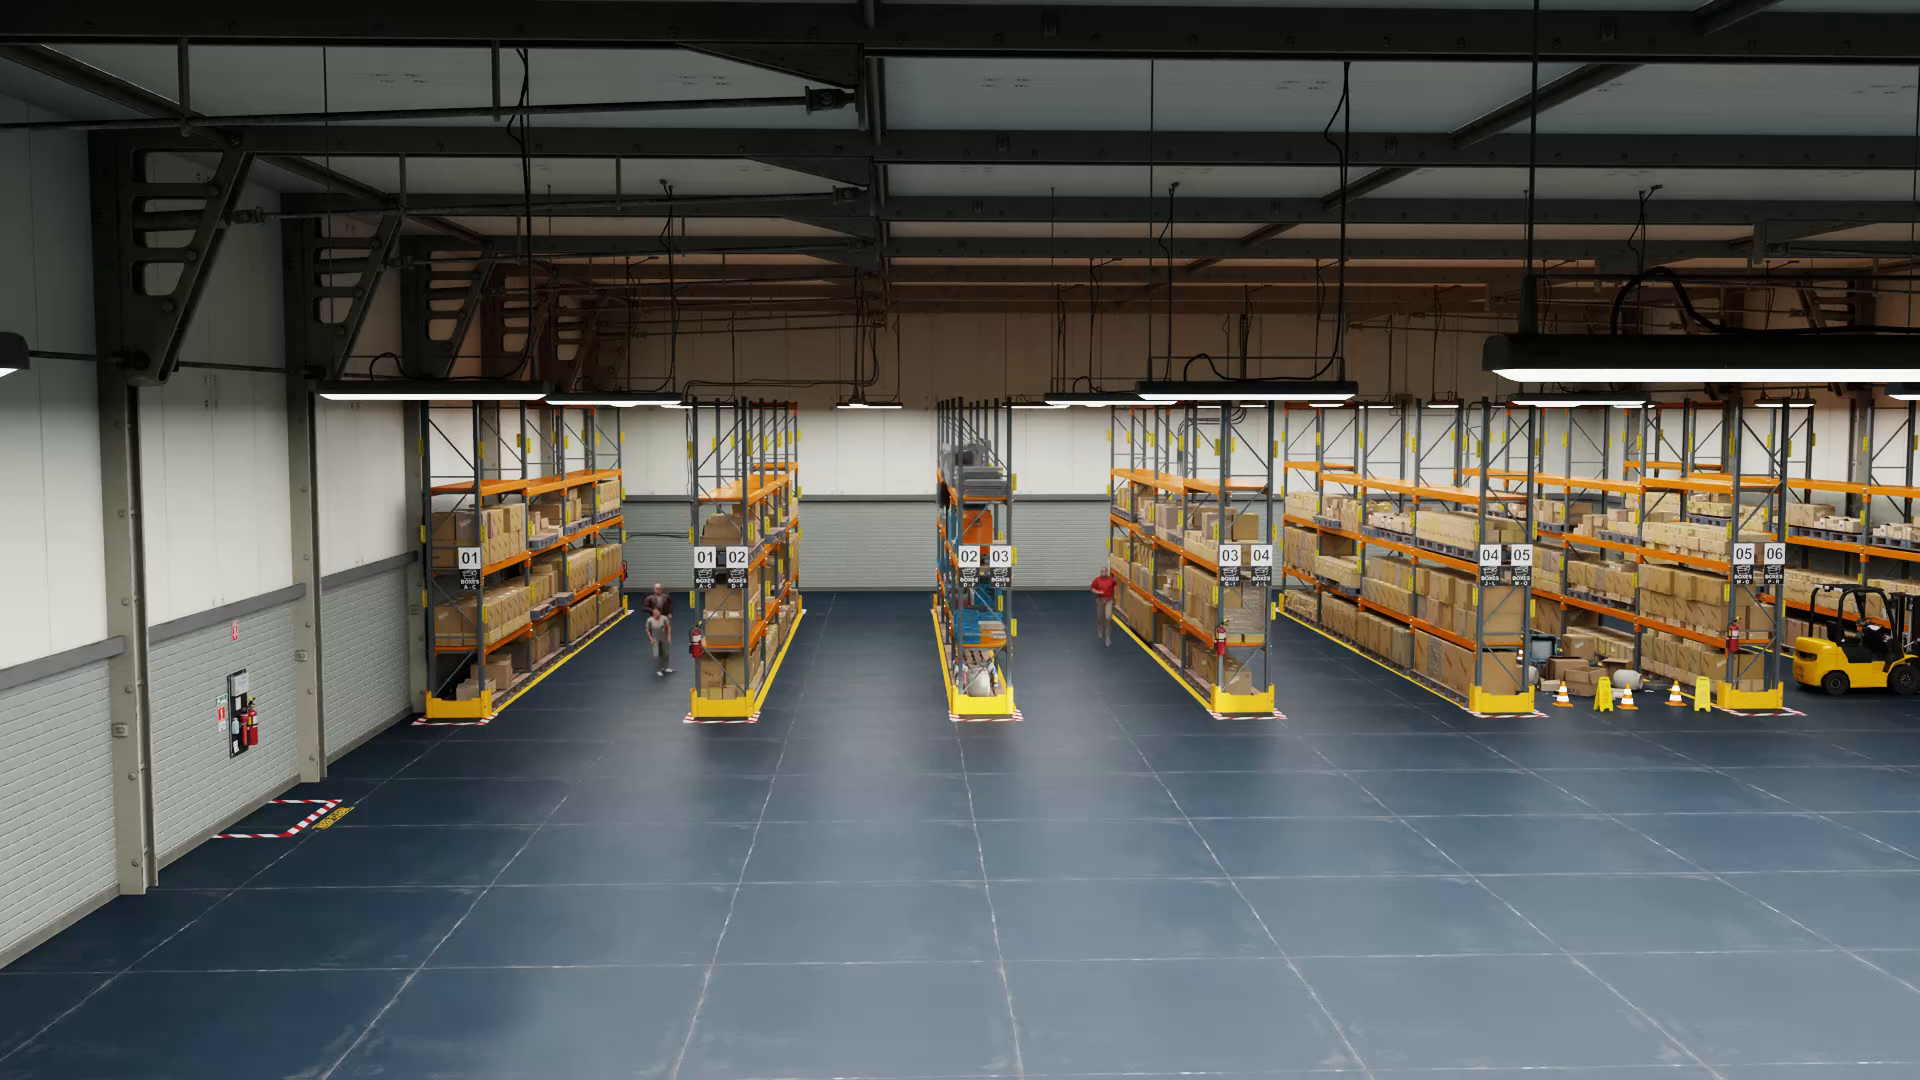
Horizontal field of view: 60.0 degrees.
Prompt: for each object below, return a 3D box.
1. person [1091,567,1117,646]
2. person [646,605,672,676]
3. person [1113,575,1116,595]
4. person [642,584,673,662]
[{"bbox_3d":[3.433,1.564,39.530,0.644,1.861,0.824,0,4,1],"label":"person"},{"bbox_3d":[-6.526,2.159,36.076,0.605,1.555,0.757,-2,5,-20],"label":"person"},{"bbox_3d":[4.679,1.154,49.222,0.535,1.553,0.555,2,5,19],"label":"person"},{"bbox_3d":[-6.892,1.870,37.934,0.695,1.757,1.046,-1,5,-12],"label":"person"}]
